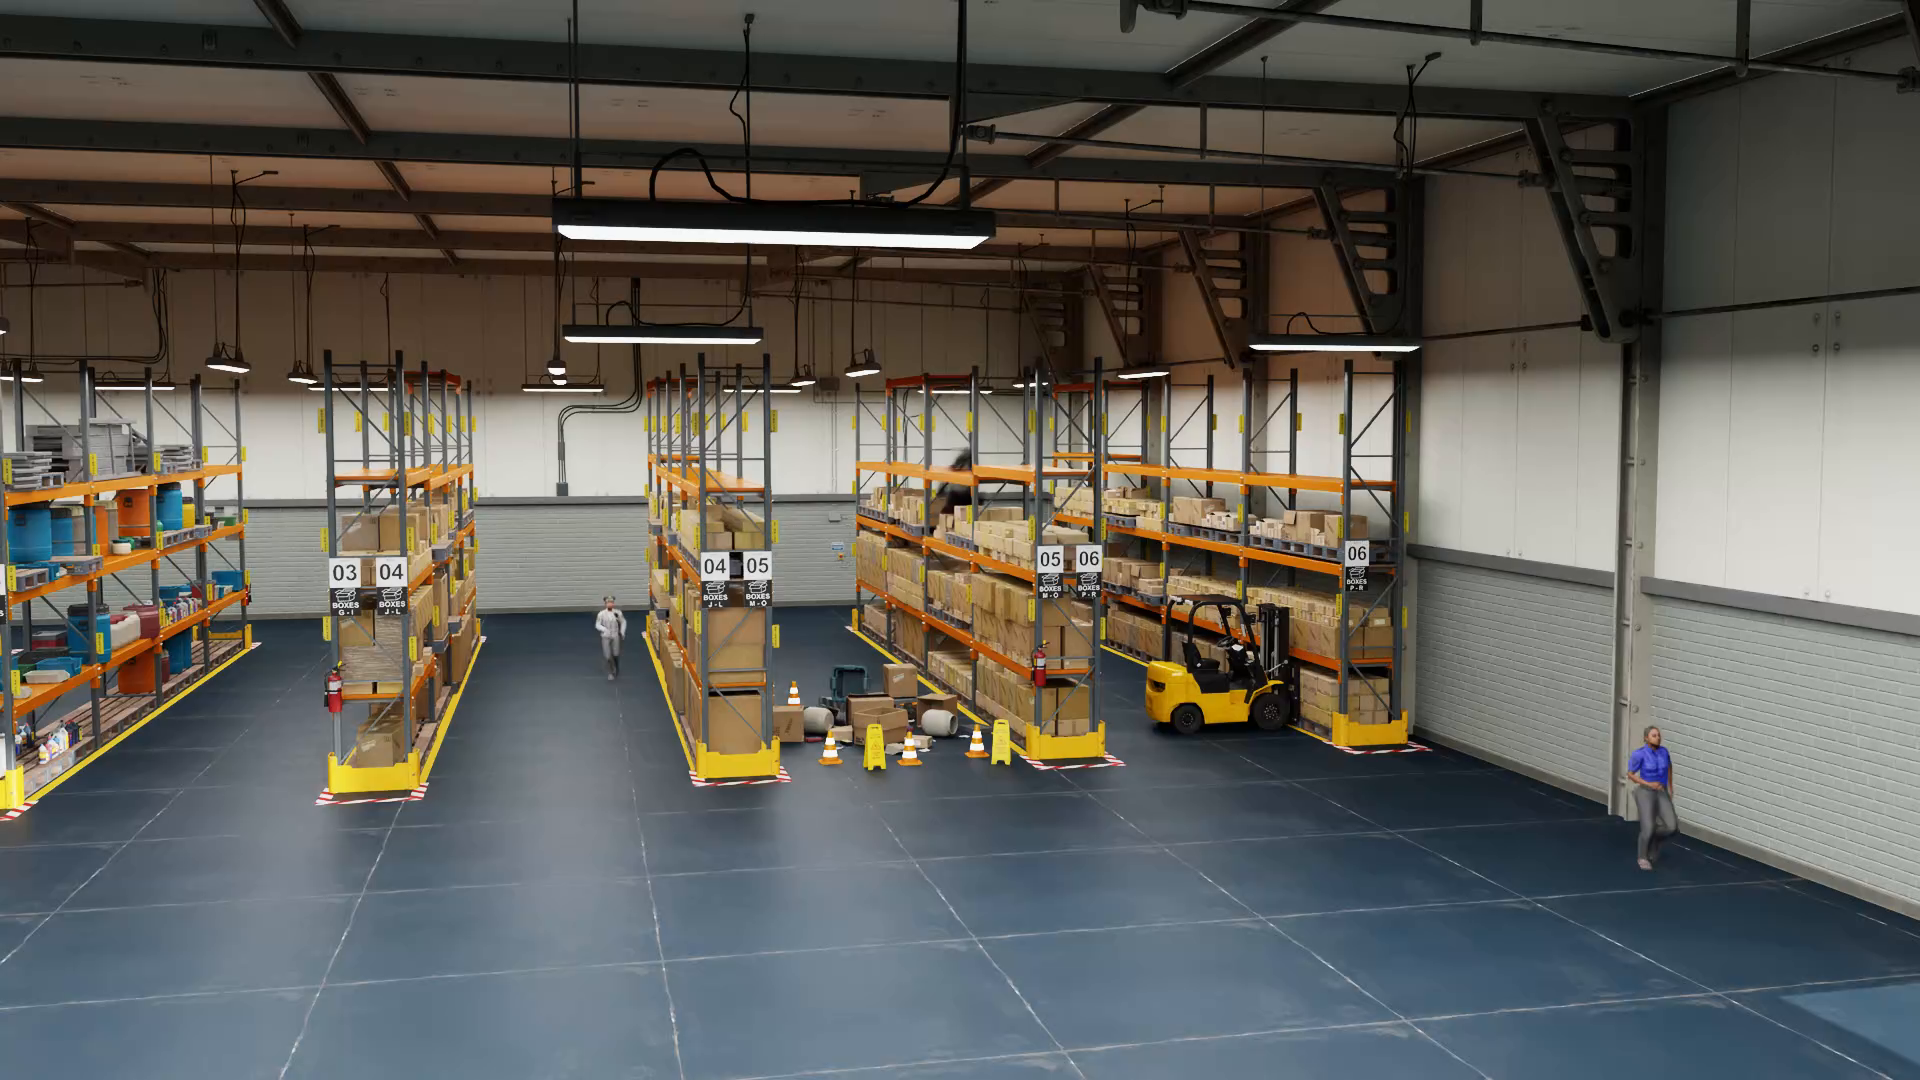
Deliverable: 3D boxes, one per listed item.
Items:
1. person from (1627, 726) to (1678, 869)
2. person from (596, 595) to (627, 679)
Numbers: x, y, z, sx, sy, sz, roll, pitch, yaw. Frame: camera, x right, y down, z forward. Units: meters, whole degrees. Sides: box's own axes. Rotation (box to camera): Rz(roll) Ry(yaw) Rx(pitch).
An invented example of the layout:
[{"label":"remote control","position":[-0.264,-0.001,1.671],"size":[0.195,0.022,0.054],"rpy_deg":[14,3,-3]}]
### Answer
[{"label":"person","position":[7.790,2.901,18.628],"size":[0.624,1.613,0.537],"rpy_deg":[-1,4,-10]},{"label":"person","position":[-6.820,1.909,32.529],"size":[0.599,1.659,0.554],"rpy_deg":[-1,4,-12]}]
